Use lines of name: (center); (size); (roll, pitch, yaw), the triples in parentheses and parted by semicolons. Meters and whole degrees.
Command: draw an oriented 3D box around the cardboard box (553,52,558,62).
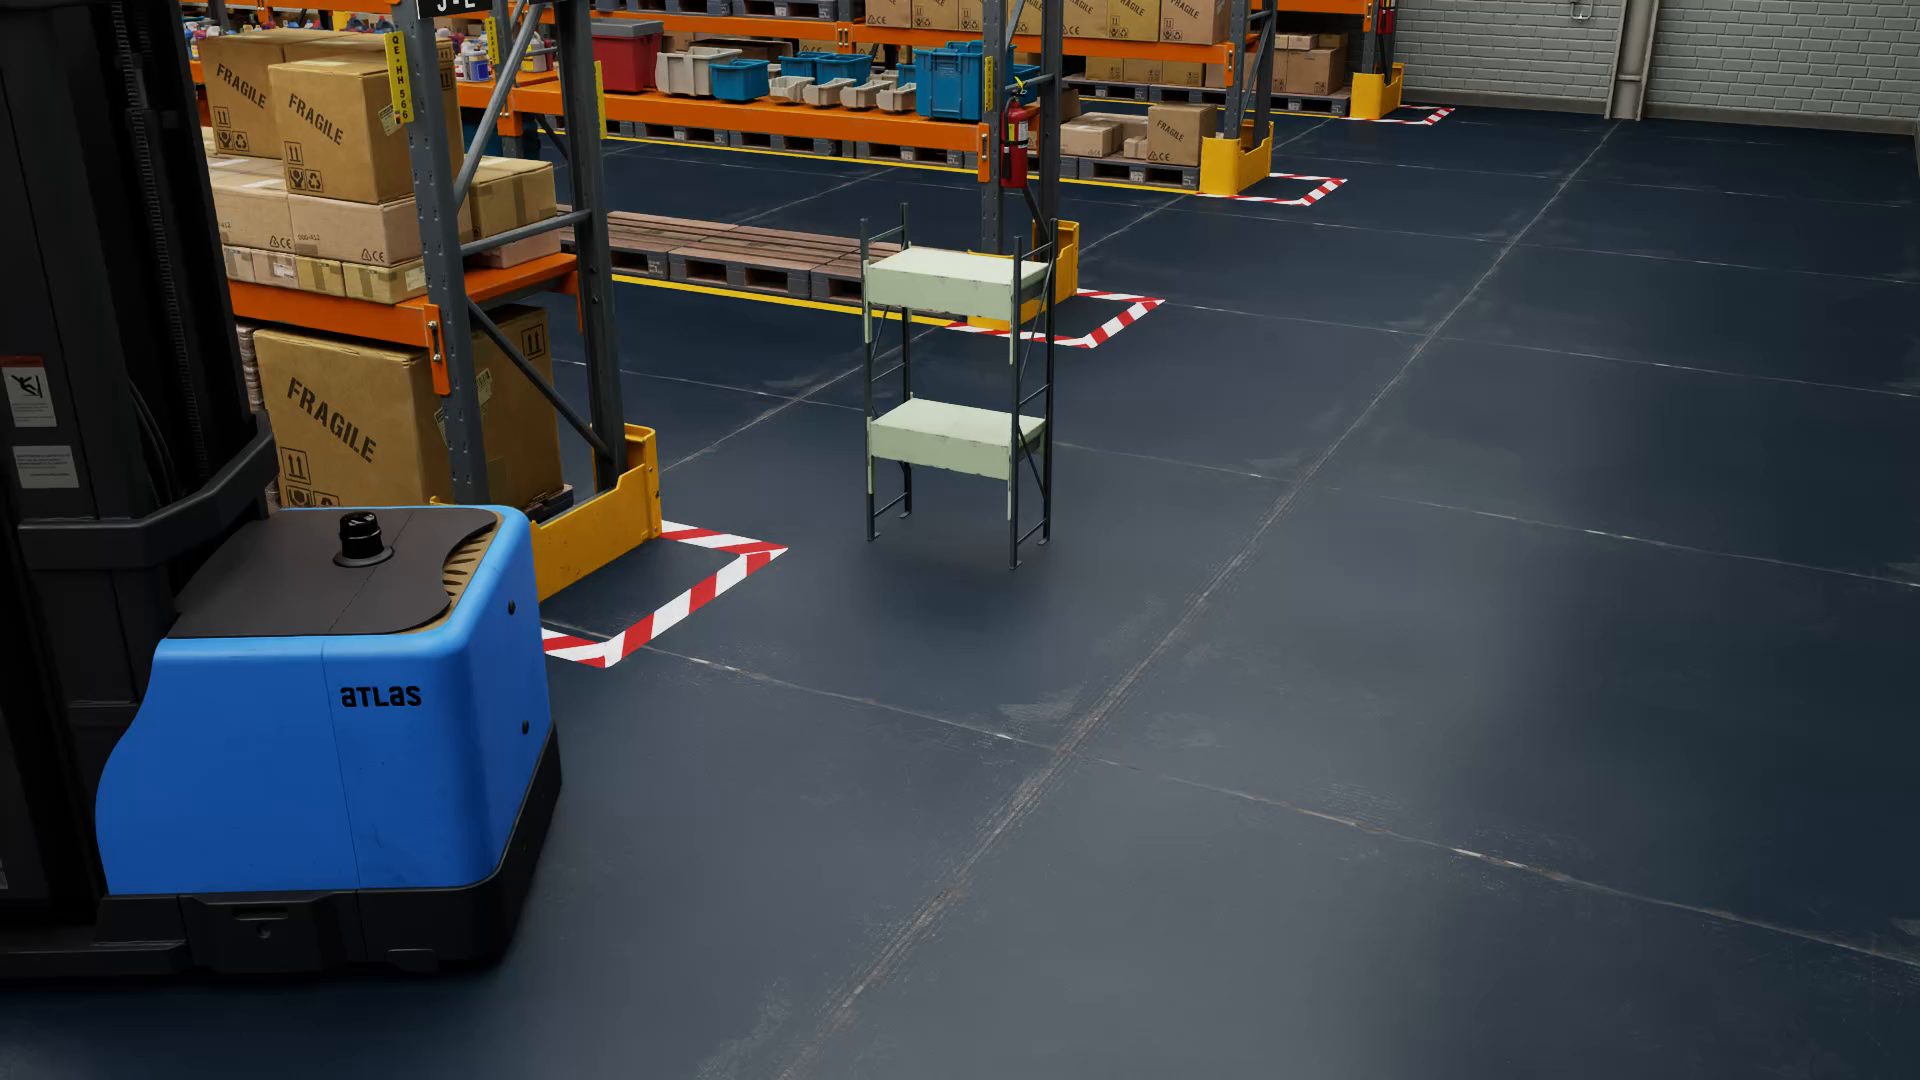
cardboard box: (-4.819, -5.510, 19.133); (0.500, 0.311, 0.500); (12, 26, 26)

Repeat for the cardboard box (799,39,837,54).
cardboard box: (-1.655, -6.888, 22.324); (0.750, 0.750, 0.750); (11, 25, 24)

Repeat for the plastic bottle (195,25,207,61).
plastic bottle: (-6.209, -4.083, 13.666); (0.133, 0.283, 0.061); (11, 25, 25)

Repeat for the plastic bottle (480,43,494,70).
plastic bottle: (-3.760, -3.834, 13.187); (0.097, 0.201, 0.097); (0, 23, 0)

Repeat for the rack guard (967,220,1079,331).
rack guard: (0.445, -1.837, 11.430); (0.348, 0.500, 1.175); (11, 25, 25)

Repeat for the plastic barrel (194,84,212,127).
plastic barrel: (-6.278, -3.514, 14.416); (0.708, 0.830, 0.600); (11, 25, 25)

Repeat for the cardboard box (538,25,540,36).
cardboard box: (-6.313, -7.548, 24.725); (0.250, 0.166, 0.380); (8, 24, 18)

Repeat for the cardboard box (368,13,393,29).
cardboard box: (-8.815, -8.084, 25.799); (0.500, 0.311, 0.500); (8, 24, 19)

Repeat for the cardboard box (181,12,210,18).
cardboard box: (-9.455, -6.293, 20.733); (0.500, 0.500, 0.500); (11, 25, 25)

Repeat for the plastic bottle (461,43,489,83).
plastic bottle: (-3.650, -3.593, 12.524); (0.135, 0.276, 0.152); (11, 25, 25)

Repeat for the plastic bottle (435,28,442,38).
plastic bottle: (-4.055, -3.769, 12.842); (0.185, 0.351, 0.144); (11, 25, 25)

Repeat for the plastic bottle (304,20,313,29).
plastic bottle: (-5.520, -4.282, 14.149); (0.097, 0.271, 0.097); (0, 23, 0)

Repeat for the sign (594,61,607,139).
sign: (-1.562, -1.885, 7.141); (0.005, 0.325, 0.100); (11, 25, 25)

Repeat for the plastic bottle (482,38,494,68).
plastic bottle: (-3.720, -3.916, 13.283); (0.135, 0.276, 0.152); (11, 25, 25)

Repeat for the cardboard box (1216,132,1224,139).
cardboard box: (2.437, -3.801, 15.935); (0.250, 0.149, 0.380); (11, 25, 25)

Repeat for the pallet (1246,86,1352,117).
pallet: (4.138, -5.278, 19.890); (1.213, 0.211, 1.003); (11, 25, 25)

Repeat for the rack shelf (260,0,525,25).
rack shelf: (-6.269, -6.151, 19.300); (4.000, 0.370, 1.077); (11, 25, 25)

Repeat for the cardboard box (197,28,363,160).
cardboard box: (-3.035, -2.027, 7.536); (0.500, 0.500, 0.500); (10, 25, 23)

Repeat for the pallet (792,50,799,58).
pallet: (-2.949, -6.715, 23.270); (1.213, 0.211, 1.003); (11, 25, 25)

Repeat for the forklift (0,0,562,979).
forklift: (-2.842, -0.267, 4.632); (3.031, 2.935, 1.130); (-1, 23, -2)

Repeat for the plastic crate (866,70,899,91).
plastic crate: (-0.509, -3.257, 11.836); (0.298, 0.136, 0.250); (11, 25, 25)

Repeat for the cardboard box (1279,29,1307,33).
cardboard box: (3.967, -6.014, 19.887); (0.250, 0.149, 0.380); (11, 26, 25)

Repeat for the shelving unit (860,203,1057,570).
shelving unit: (-0.006, -0.691, 7.459); (0.755, 1.500, 0.431); (11, 25, 25)

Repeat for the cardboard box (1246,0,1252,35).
cardboard box: (2.378, -4.933, 15.388); (0.500, 0.500, 0.500); (12, 26, 26)

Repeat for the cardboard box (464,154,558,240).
cardboard box: (-2.124, -1.504, 7.265); (0.500, 0.250, 0.500); (10, 25, 23)

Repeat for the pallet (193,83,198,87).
pallet: (-9.837, -5.922, 21.405); (1.213, 0.211, 1.003); (11, 25, 25)

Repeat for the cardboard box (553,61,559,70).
cardboard box: (-4.207, -5.001, 18.308); (0.500, 0.500, 0.500); (12, 26, 27)

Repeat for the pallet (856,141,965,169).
pallet: (-0.302, -4.018, 16.928); (1.213, 0.211, 1.003); (11, 25, 25)

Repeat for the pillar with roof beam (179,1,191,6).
pillar with roof beam: (-15.673, -11.767, 23.922); (0.400, 9.000, 9.100); (11, 25, 25)

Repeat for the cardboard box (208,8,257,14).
cardboard box: (-9.219, -6.476, 21.163); (0.500, 0.500, 0.500); (11, 25, 25)

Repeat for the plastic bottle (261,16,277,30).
plastic bottle: (-5.963, -4.383, 14.372); (0.133, 0.283, 0.061); (11, 25, 25)

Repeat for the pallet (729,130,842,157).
pallet: (-1.657, -4.270, 17.520); (1.213, 0.211, 1.003); (11, 25, 25)

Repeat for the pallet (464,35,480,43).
pallet: (-7.530, -7.604, 25.360); (1.213, 0.211, 1.003); (11, 25, 25)

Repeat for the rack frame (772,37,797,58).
rack frame: (-2.252, -7.860, 22.398); (0.127, 3.000, 1.000); (11, 25, 25)

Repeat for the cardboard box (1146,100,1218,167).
cardboard box: (2.059, -3.778, 15.433); (0.500, 0.500, 0.500); (11, 25, 25)

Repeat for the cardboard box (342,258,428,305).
cardboard box: (-2.284, -1.089, 6.800); (0.250, 0.149, 0.380); (12, 26, 26)

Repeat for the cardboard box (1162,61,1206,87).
cardboard box: (2.843, -5.847, 20.324); (0.500, 0.500, 0.700); (12, 26, 26)

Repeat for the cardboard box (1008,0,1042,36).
cardboard box: (0.776, -5.016, 15.583); (0.500, 0.500, 0.500); (11, 25, 24)

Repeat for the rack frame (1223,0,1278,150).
rack frame: (2.656, -4.716, 15.007); (0.127, 3.000, 1.000); (11, 25, 25)

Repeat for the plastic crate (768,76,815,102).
plastic crate: (-1.176, -3.117, 11.506); (0.250, 0.136, 0.298); (11, 25, 25)

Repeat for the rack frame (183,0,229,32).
rack frame: (-6.722, -4.399, 14.262); (0.127, 3.000, 1.000); (11, 25, 25)

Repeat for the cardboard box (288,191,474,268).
cardboard box: (-2.370, -1.318, 6.827); (0.500, 0.250, 0.500); (11, 25, 24)

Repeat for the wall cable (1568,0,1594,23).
wall cable: (6.457, -7.019, 19.123); (1.851, 1.984, 0.084); (11, 25, 25)

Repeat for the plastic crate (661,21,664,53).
plastic crate: (-2.582, -3.750, 12.679); (0.575, 0.384, 0.392); (11, 25, 25)

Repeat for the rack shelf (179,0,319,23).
rack shelf: (-9.838, -6.857, 20.961); (4.000, 0.370, 1.077); (11, 25, 25)

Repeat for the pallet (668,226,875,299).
pallet: (-1.386, -2.079, 12.368); (1.213, 0.211, 1.003); (11, 25, 25)

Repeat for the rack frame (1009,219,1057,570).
rack frame: (0.321, -0.627, 7.307); (0.023, 1.500, 0.400); (11, 25, 25)

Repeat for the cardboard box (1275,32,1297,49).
cardboard box: (3.792, -5.881, 19.574); (0.250, 0.149, 0.380); (12, 26, 26)

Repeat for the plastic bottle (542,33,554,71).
plastic bottle: (-3.287, -3.853, 13.127); (0.133, 0.283, 0.061); (11, 25, 25)

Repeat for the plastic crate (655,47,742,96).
plastic crate: (-1.873, -3.332, 11.828); (0.530, 0.282, 0.437); (11, 25, 25)
